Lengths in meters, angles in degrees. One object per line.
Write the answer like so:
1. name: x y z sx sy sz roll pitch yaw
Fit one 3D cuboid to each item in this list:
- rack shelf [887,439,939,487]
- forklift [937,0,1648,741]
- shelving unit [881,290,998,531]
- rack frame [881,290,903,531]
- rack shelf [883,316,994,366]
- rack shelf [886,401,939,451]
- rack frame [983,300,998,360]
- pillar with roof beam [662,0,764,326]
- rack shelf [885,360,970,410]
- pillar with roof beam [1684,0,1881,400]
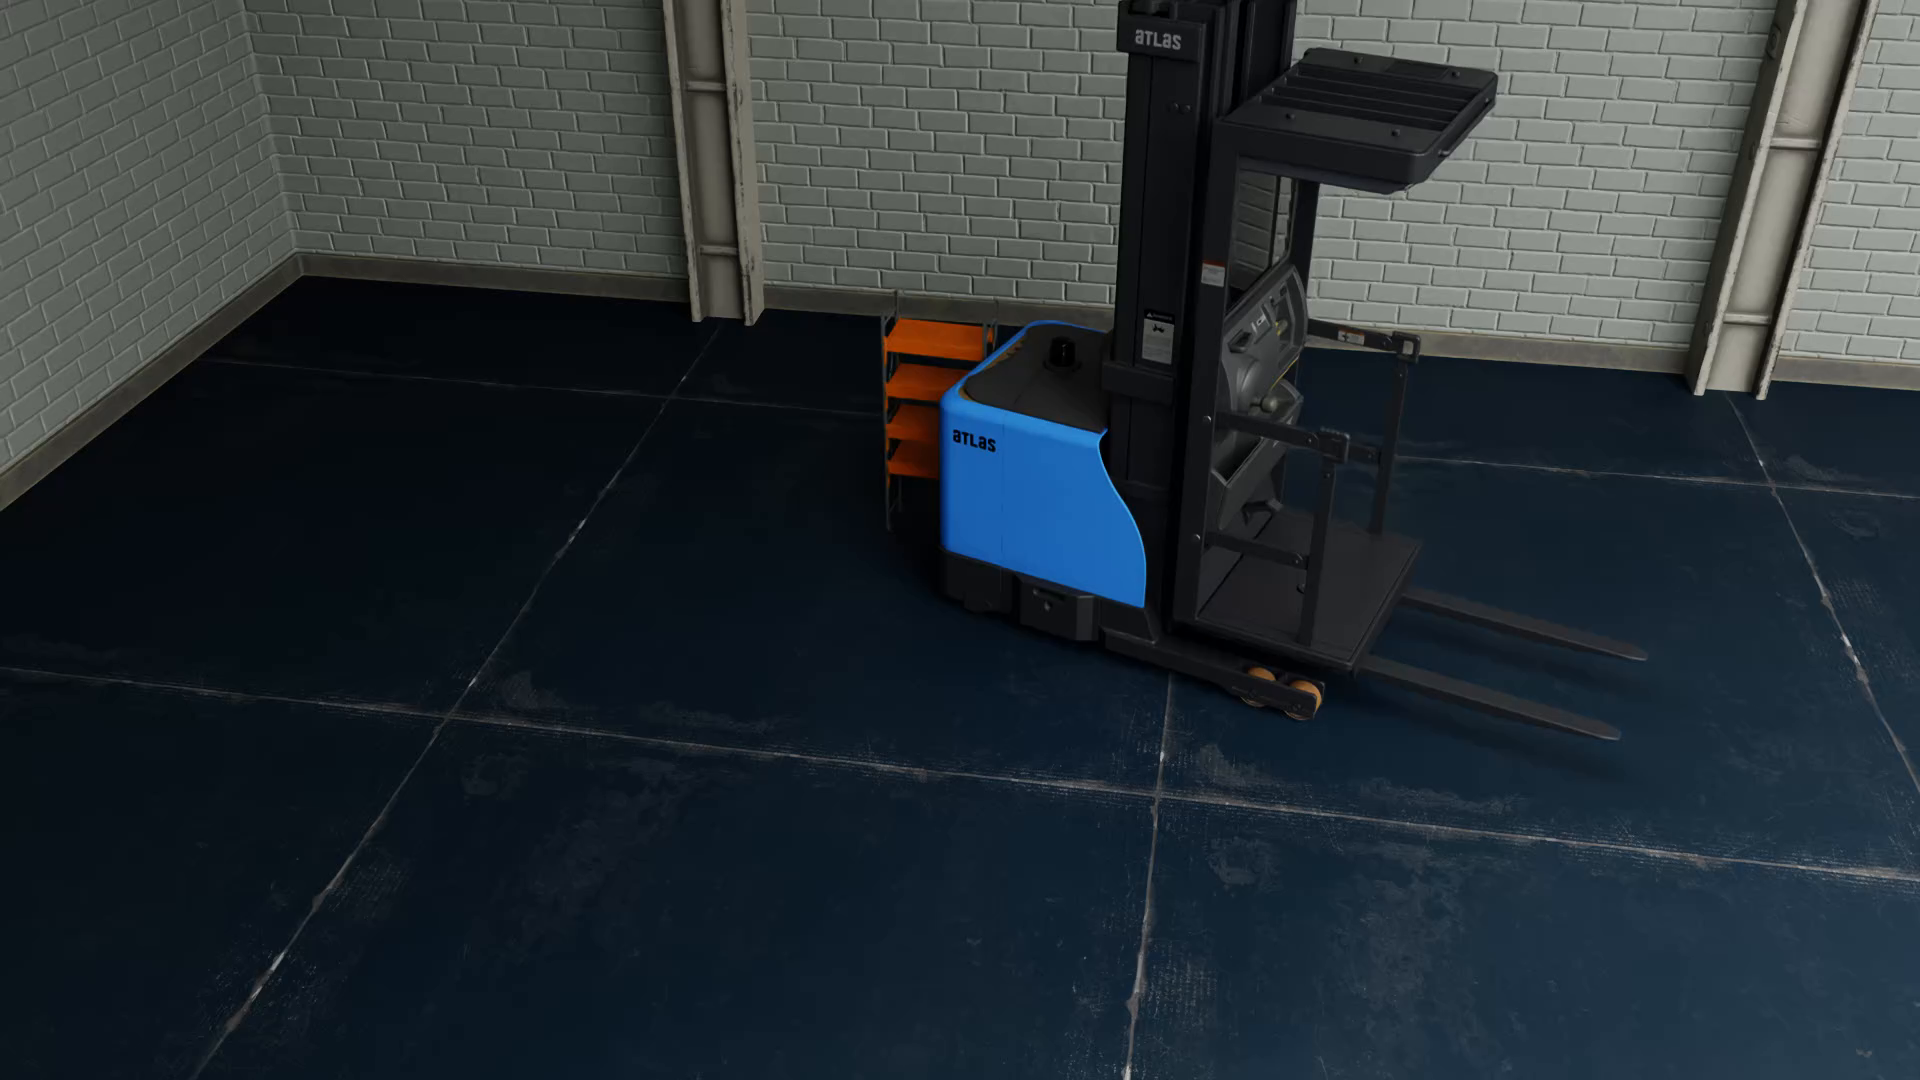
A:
1. rack shelf: -0.094 -0.358 8.191 0.480 0.148 0.258 8 33 12
2. forklift: 1.434 -0.804 6.772 3.031 2.935 1.130 16 36 24
3. shelving unit: -0.094 -0.583 8.050 0.503 1.200 0.258 8 33 12
4. rack frame: -0.331 -0.615 8.102 0.015 1.200 0.240 8 33 12
5. rack shelf: -0.094 -0.916 7.842 0.480 0.148 0.258 8 33 12
6. rack shelf: -0.094 -0.526 8.086 0.480 0.148 0.258 8 33 12
7. rack frame: 0.142 -0.551 7.999 0.015 1.200 0.240 8 33 12
8. pillar with roof beam: -2.189 -2.999 4.560 0.400 9.000 9.100 5 32 8
9. rack shelf: -0.094 -0.716 7.967 0.480 0.148 0.258 8 33 12
10. pillar with roof beam: 3.725 -2.464 3.705 0.400 9.000 9.100 5 32 8
